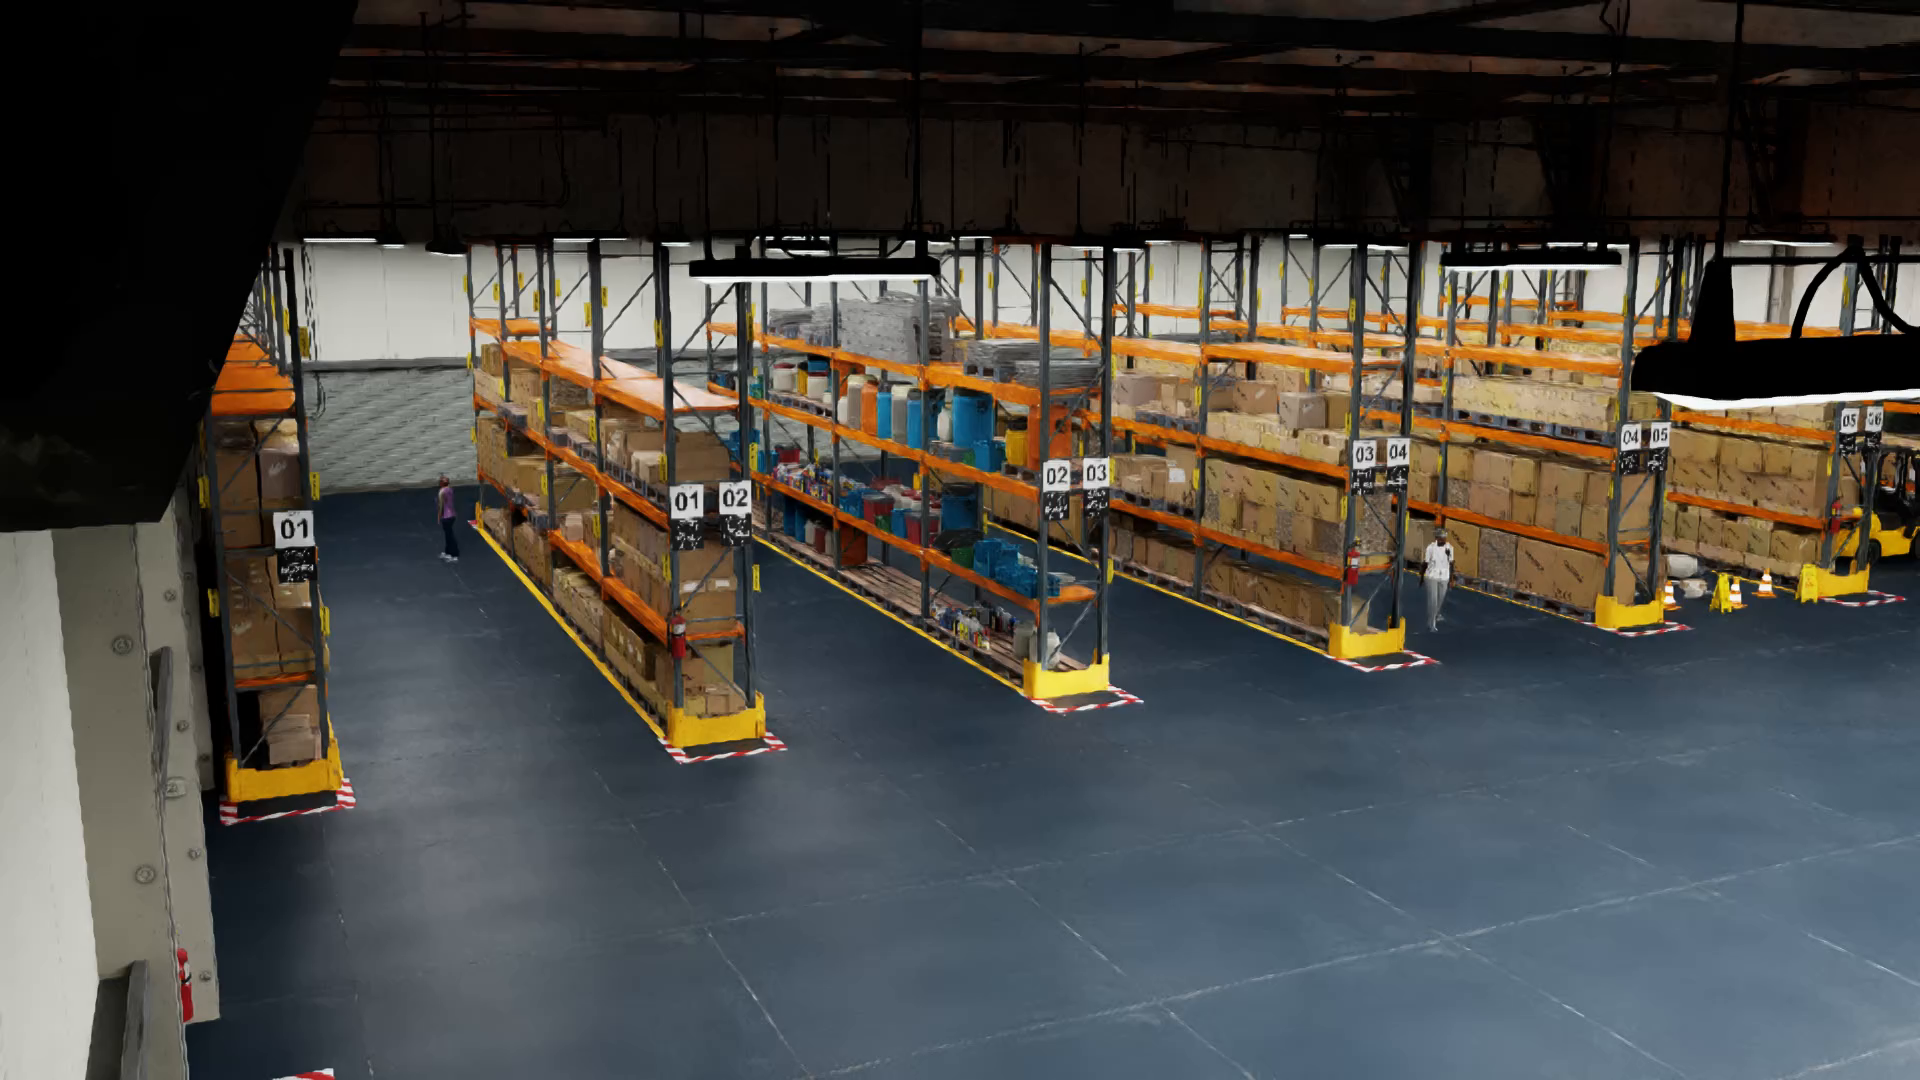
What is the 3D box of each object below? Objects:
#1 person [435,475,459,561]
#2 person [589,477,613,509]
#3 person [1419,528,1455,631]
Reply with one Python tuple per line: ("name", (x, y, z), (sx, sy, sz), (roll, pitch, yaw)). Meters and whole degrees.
("person", (-9.602, -0.421, 31.041), (0.512, 1.593, 0.524), (1, 11, 7))
("person", (-7.072, -0.761, 32.788), (0.456, 1.612, 1.019), (-5, 12, -25))
("person", (7.447, 0.570, 25.936), (0.505, 1.610, 0.937), (-1, 11, -4))
